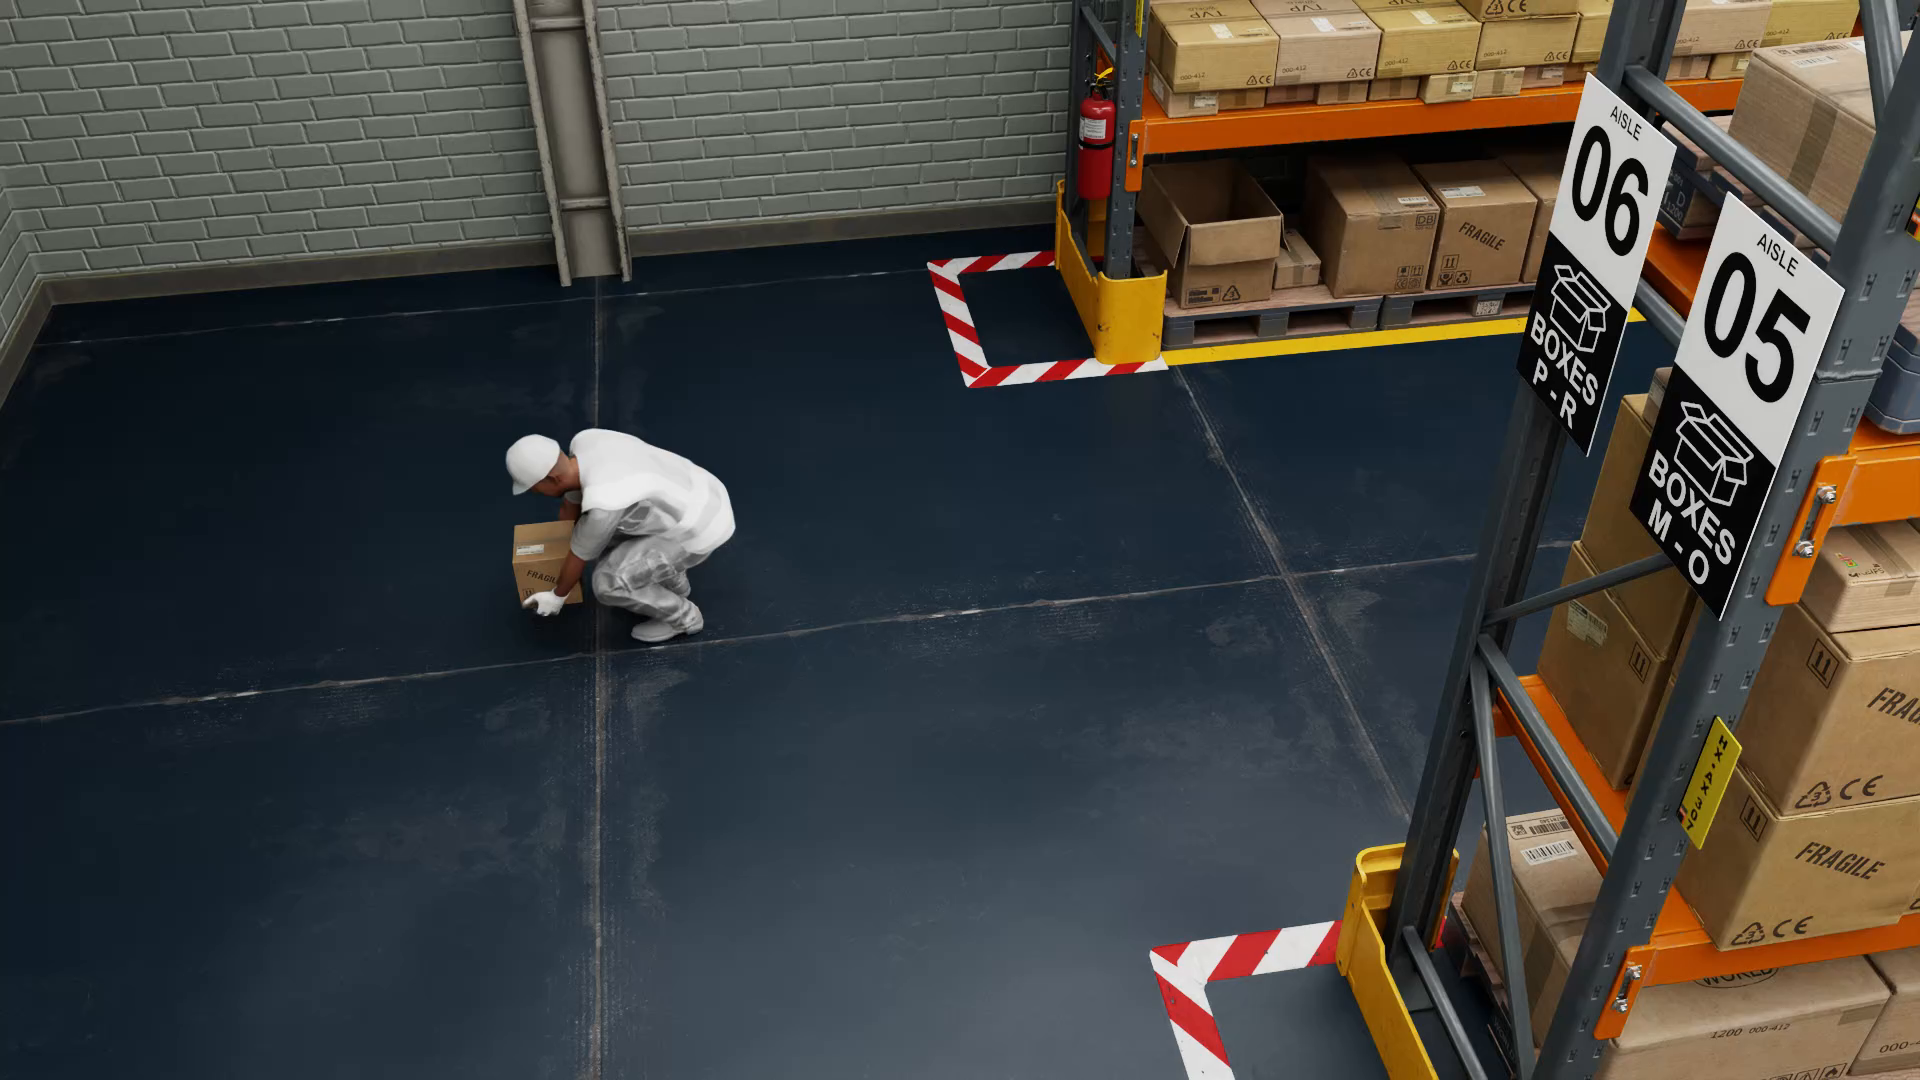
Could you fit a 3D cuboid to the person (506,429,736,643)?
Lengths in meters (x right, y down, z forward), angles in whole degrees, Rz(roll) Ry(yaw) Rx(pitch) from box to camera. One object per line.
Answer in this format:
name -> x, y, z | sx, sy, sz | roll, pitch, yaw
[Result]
person -> -1.380, -0.054, 6.836 | 0.899, 1.010, 0.555 | -7, 39, -9
